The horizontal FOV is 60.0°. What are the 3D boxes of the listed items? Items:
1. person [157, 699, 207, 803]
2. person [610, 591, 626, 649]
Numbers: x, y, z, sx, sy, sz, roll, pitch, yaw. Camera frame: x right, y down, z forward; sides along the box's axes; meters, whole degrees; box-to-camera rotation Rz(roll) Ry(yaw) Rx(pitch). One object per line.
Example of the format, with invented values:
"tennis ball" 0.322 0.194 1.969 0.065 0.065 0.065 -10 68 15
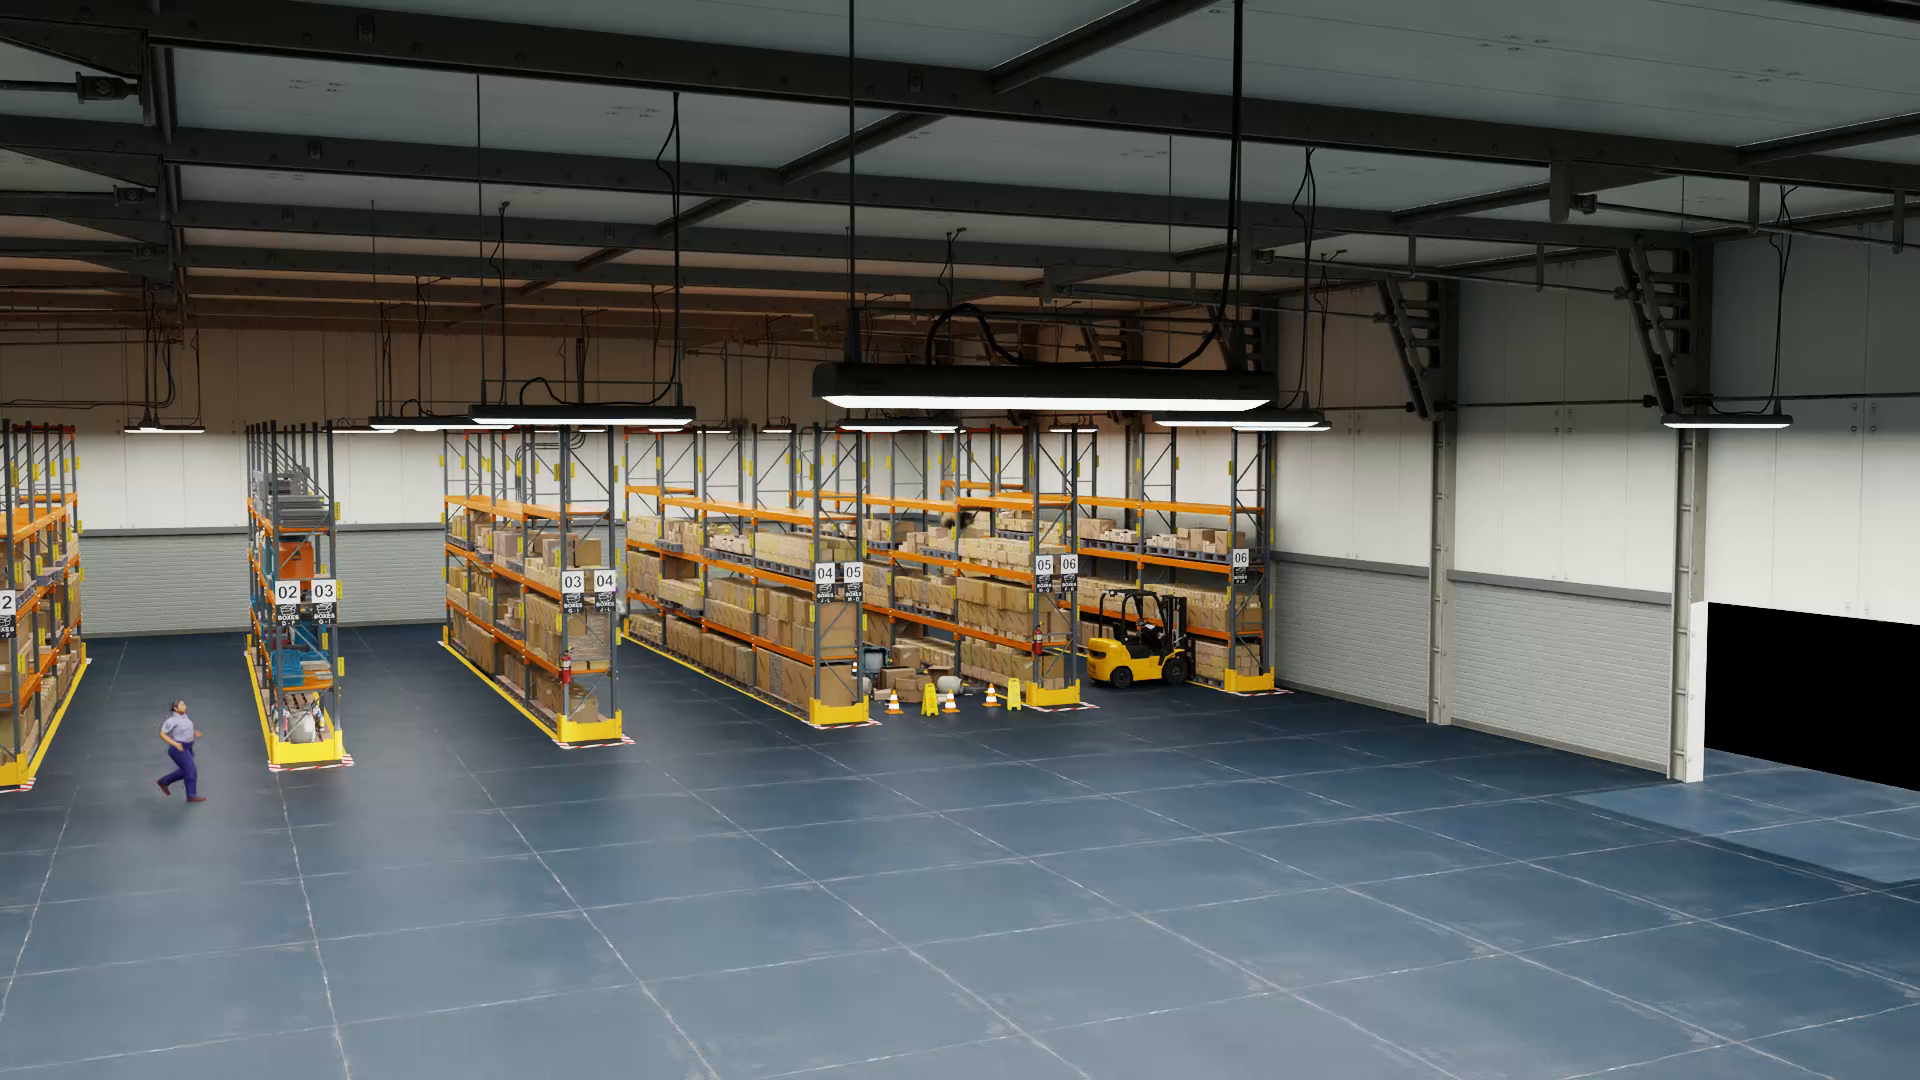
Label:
"person" -12.198 3.289 25.979 0.823 1.613 0.620 0 4 -1
"person" -9.107 2.146 43.709 0.568 1.720 0.868 -1 4 -18
